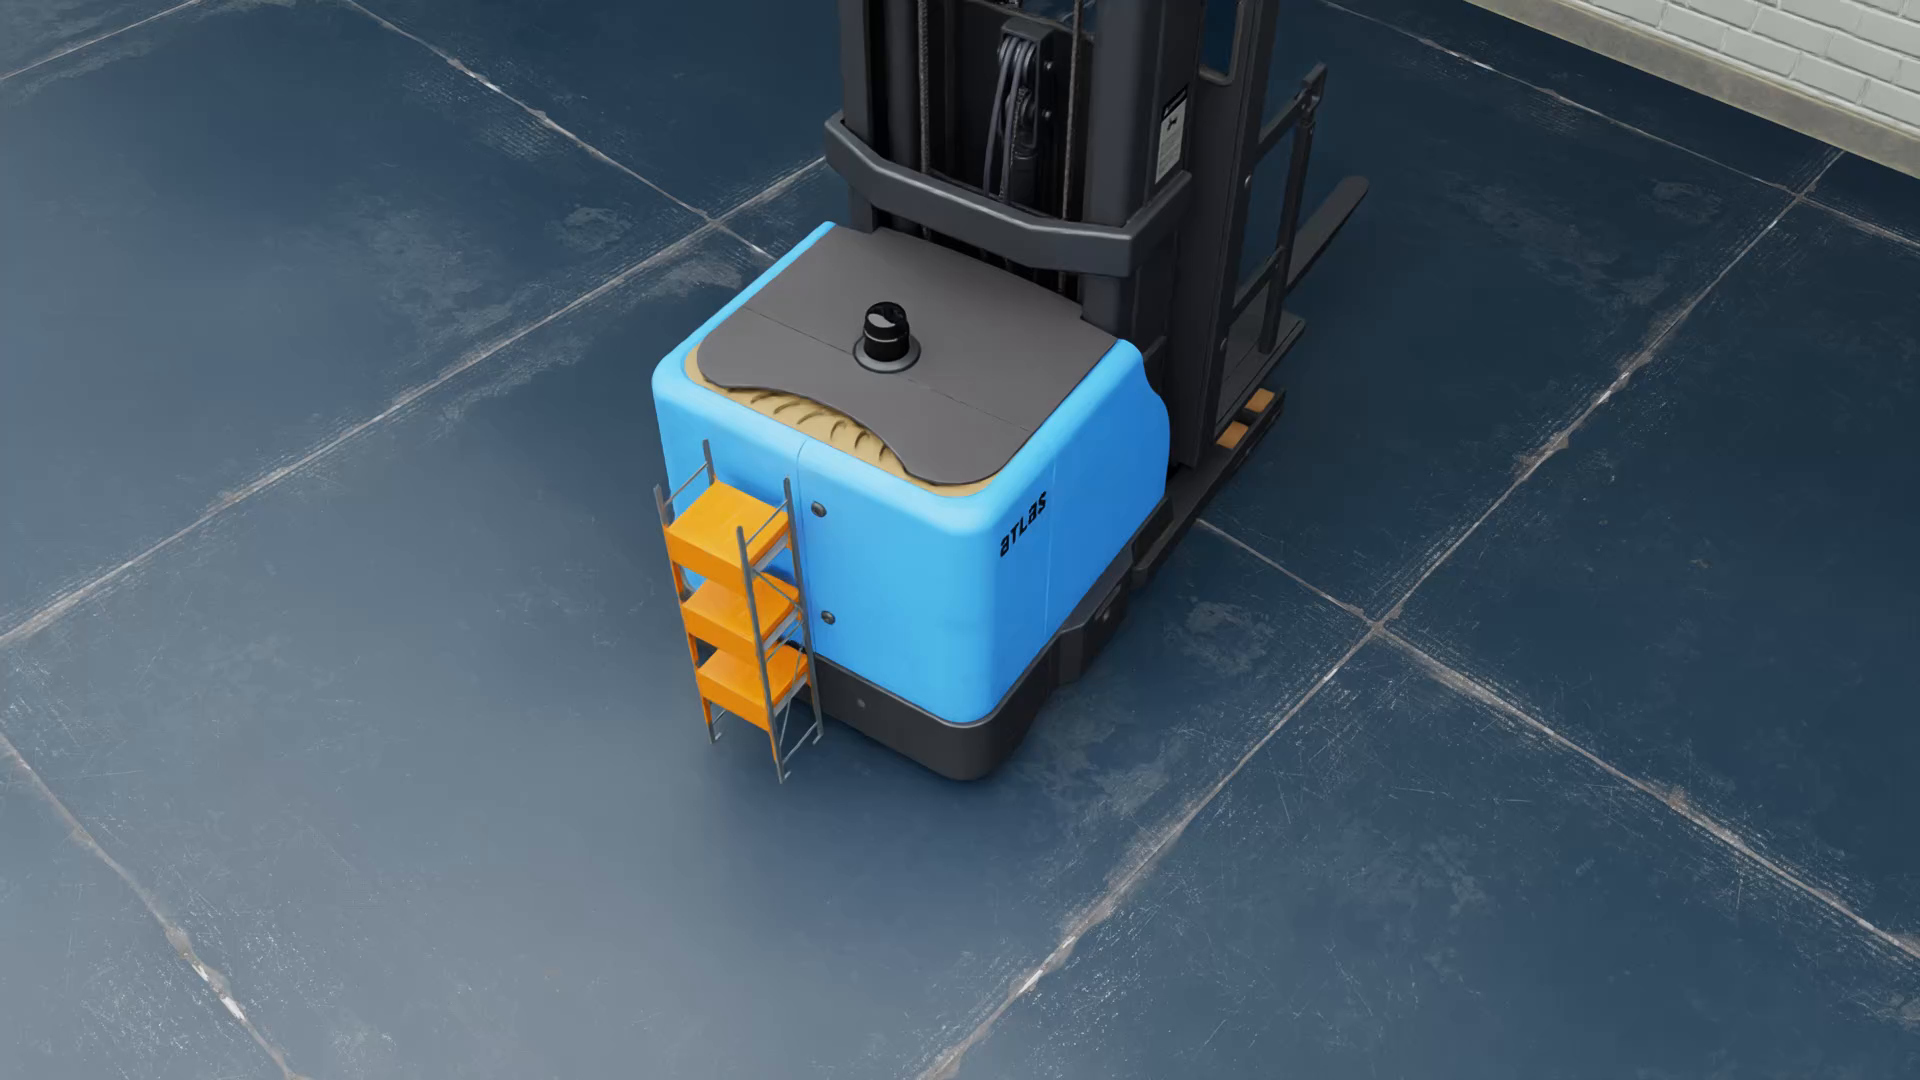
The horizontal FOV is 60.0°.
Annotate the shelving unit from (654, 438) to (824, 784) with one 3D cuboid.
[{"bbox_3d":[-0.555,0.215,4.324,0.252,1.050,0.215,25,53,22],"label":"shelving unit"}]

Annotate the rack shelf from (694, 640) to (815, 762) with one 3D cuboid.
[{"bbox_3d":[-0.550,0.407,4.539,0.240,0.259,0.215,25,53,22],"label":"rack shelf"}]

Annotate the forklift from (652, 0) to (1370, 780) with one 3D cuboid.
[{"bbox_3d":[0.425,-1.402,4.556,1.130,2.935,3.031,25,52,22],"label":"forklift"}]

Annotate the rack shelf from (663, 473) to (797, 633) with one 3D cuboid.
[{"bbox_3d":[-0.560,0.033,4.120,0.240,0.259,0.215,25,53,22],"label":"rack shelf"}]

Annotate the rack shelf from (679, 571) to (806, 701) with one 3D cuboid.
[{"bbox_3d":[-0.555,0.222,4.331,0.240,0.259,0.215,25,53,22],"label":"rack shelf"}]

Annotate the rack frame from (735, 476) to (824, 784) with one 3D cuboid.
[{"bbox_3d":[-0.452,0.263,4.279,0.008,1.050,0.200,25,53,22],"label":"rack frame"}]

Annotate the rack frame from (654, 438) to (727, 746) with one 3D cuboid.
[{"bbox_3d":[-0.658,0.167,4.369,0.008,1.050,0.200,25,53,22],"label":"rack frame"}]
